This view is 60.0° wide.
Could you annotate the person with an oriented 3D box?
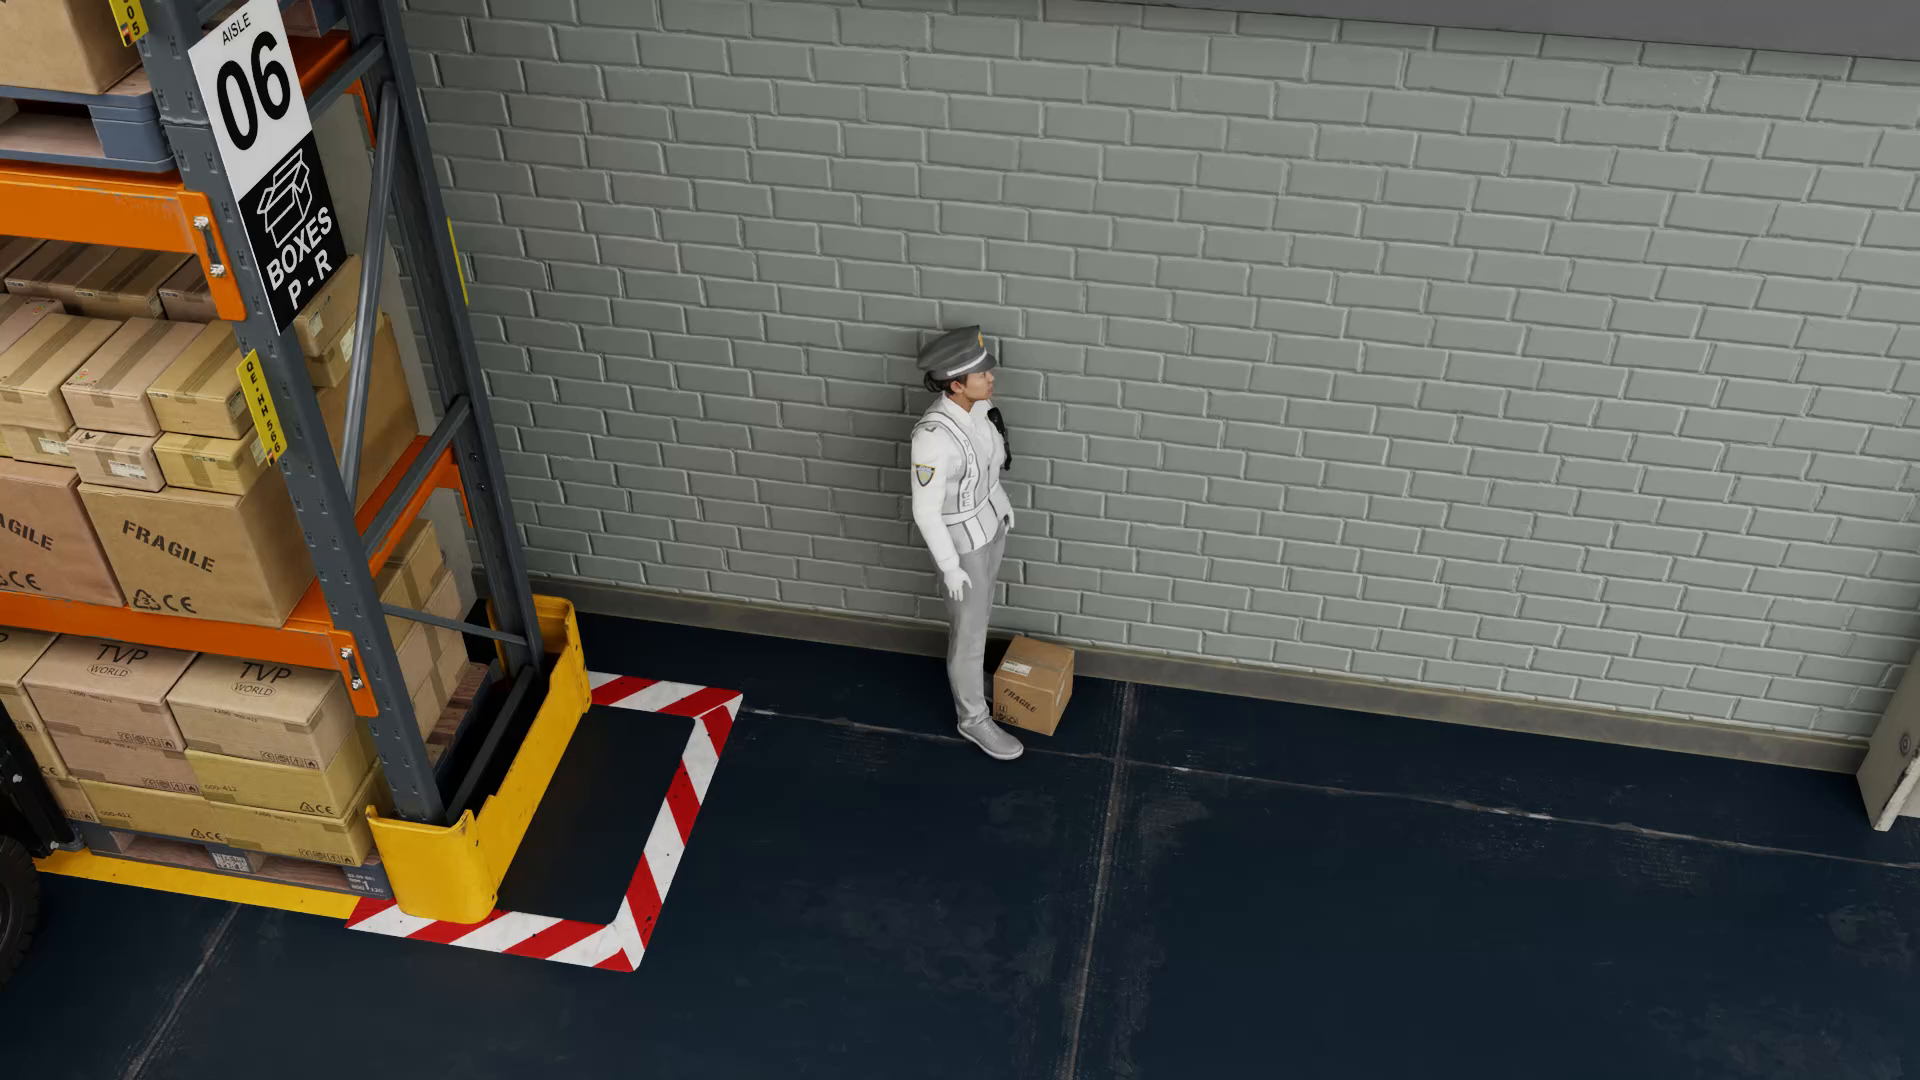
[{"bbox_3d":[0.089,-0.014,6.135,0.530,1.694,0.586,16,43,17],"label":"person"}]
